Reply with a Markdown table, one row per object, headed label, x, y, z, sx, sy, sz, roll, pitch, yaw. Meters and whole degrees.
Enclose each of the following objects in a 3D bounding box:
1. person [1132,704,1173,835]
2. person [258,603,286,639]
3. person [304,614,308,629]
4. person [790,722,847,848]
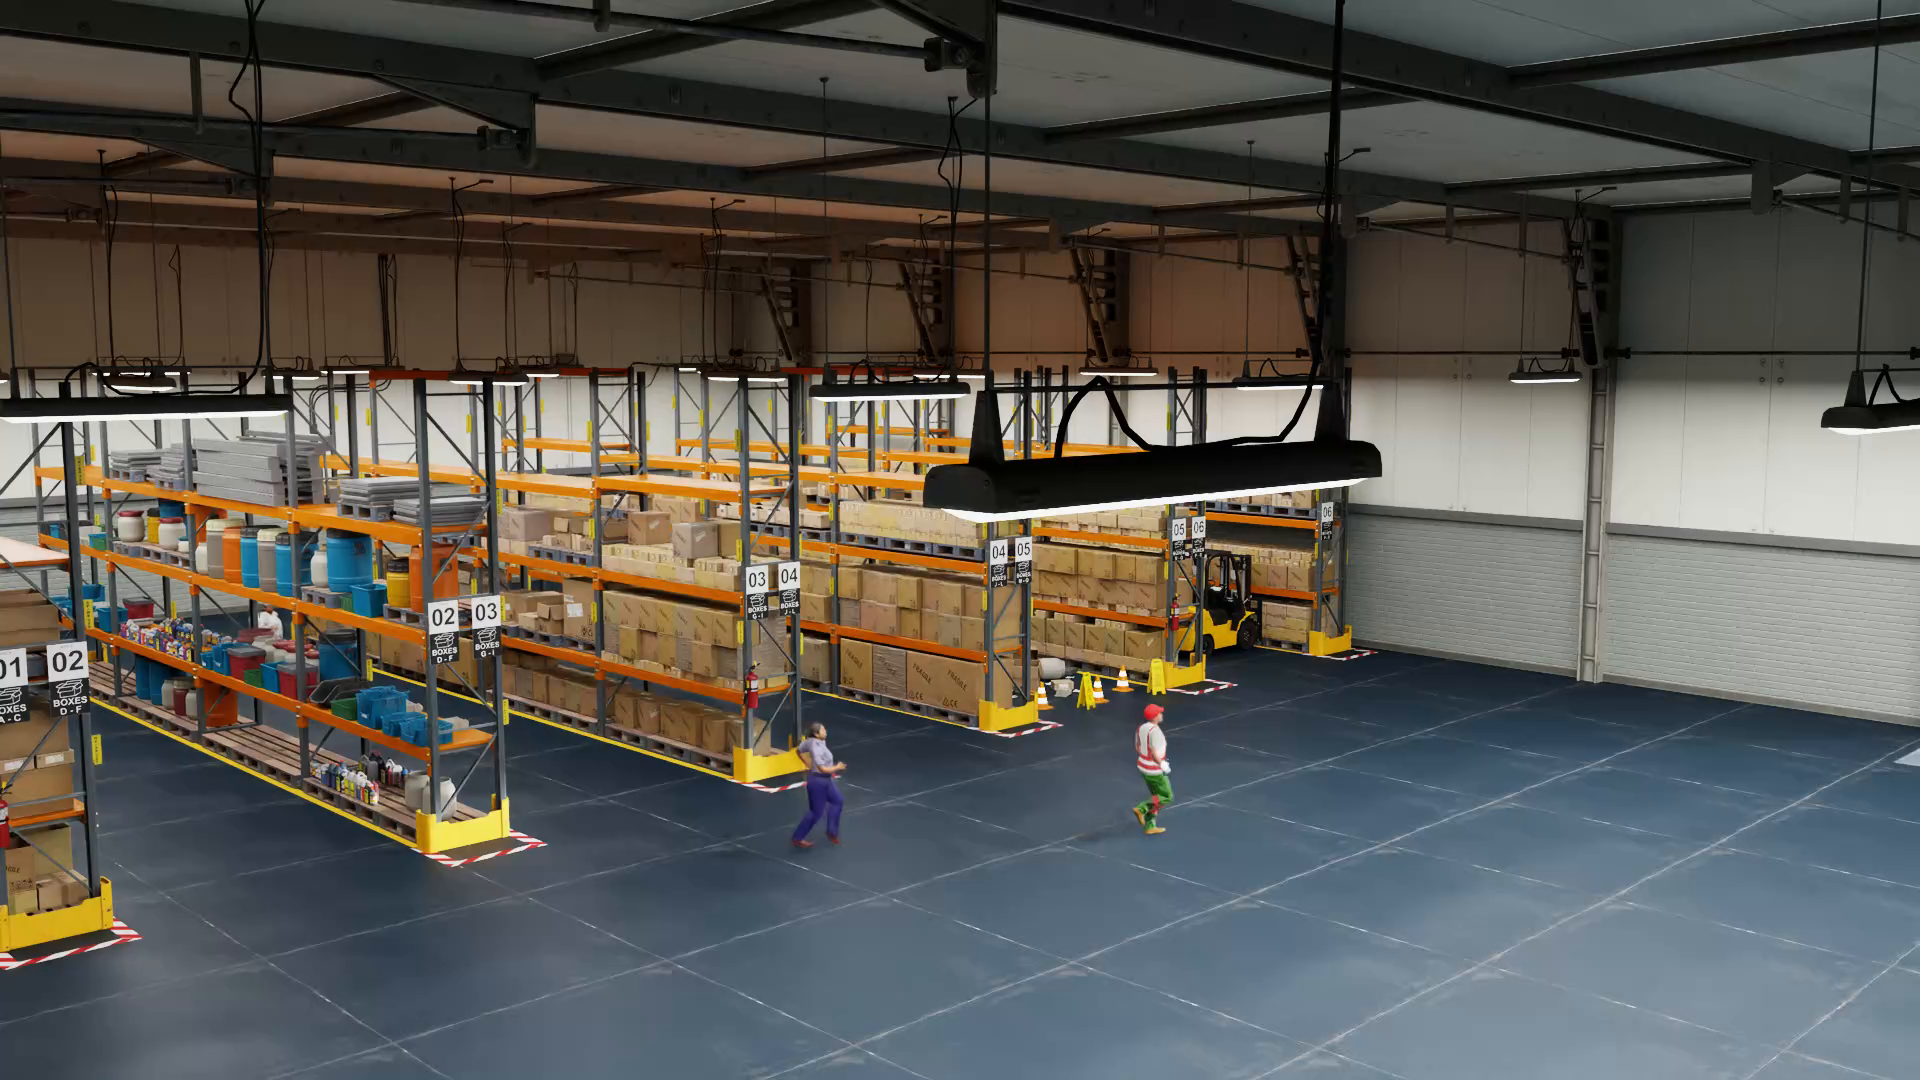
| label | x | y | z | sx | sy | sz | roll | pitch | yaw |
| --- | --- | --- | --- | --- | --- | --- | --- | --- | --- |
| person | 2.513 | 3.016 | 21.867 | 0.601 | 1.735 | 0.623 | -3 | 7 | -22 |
| person | -13.025 | 1.966 | 31.378 | 0.747 | 1.721 | 0.592 | 4 | 8 | 34 |
| person | -14.466 | 1.273 | 37.301 | 0.826 | 1.726 | 0.628 | -1 | 7 | -13 |
| person | -1.818 | 3.153 | 21.265 | 0.733 | 1.672 | 0.608 | -1 | 7 | -9 |
